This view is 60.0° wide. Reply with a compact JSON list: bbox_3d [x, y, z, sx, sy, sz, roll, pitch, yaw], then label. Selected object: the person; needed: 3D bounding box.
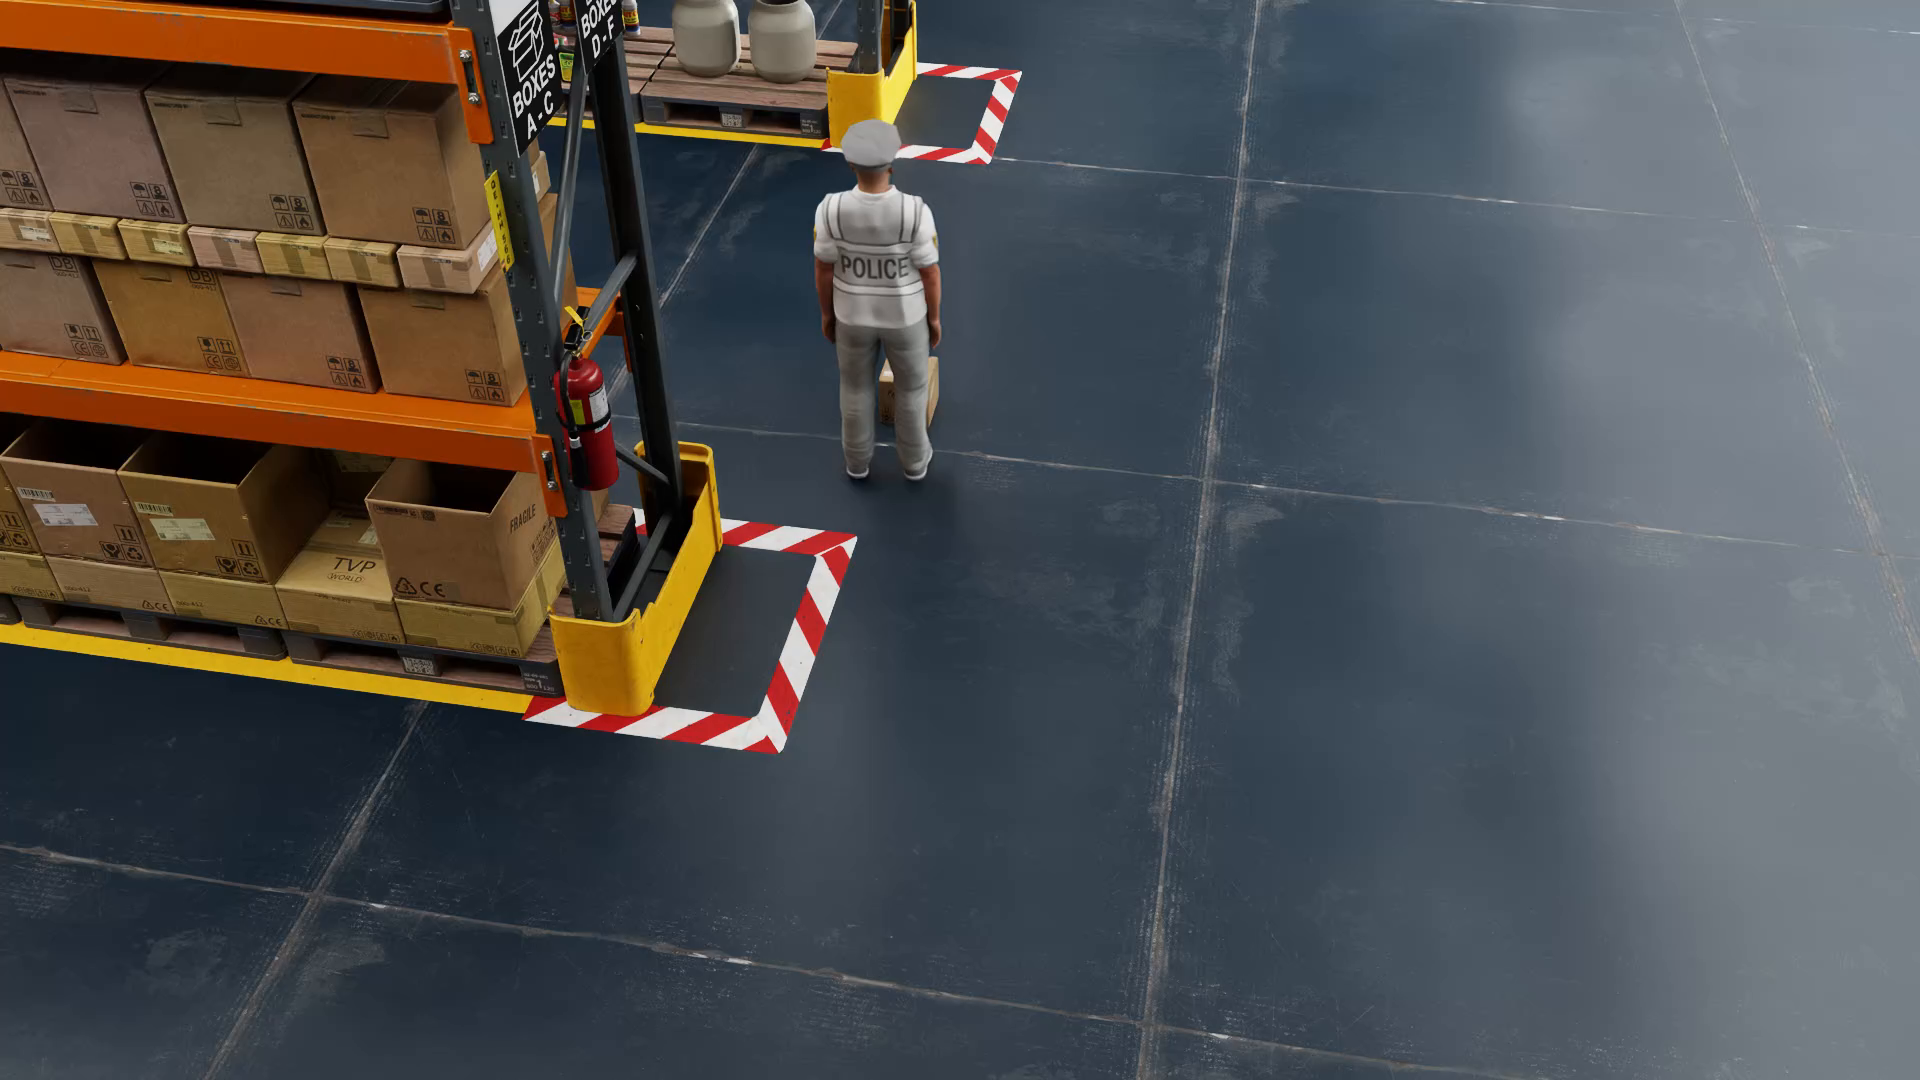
[{"bbox_3d":[-0.367,-0.976,7.322,0.534,1.736,0.388,7,41,9],"label":"person"}]
